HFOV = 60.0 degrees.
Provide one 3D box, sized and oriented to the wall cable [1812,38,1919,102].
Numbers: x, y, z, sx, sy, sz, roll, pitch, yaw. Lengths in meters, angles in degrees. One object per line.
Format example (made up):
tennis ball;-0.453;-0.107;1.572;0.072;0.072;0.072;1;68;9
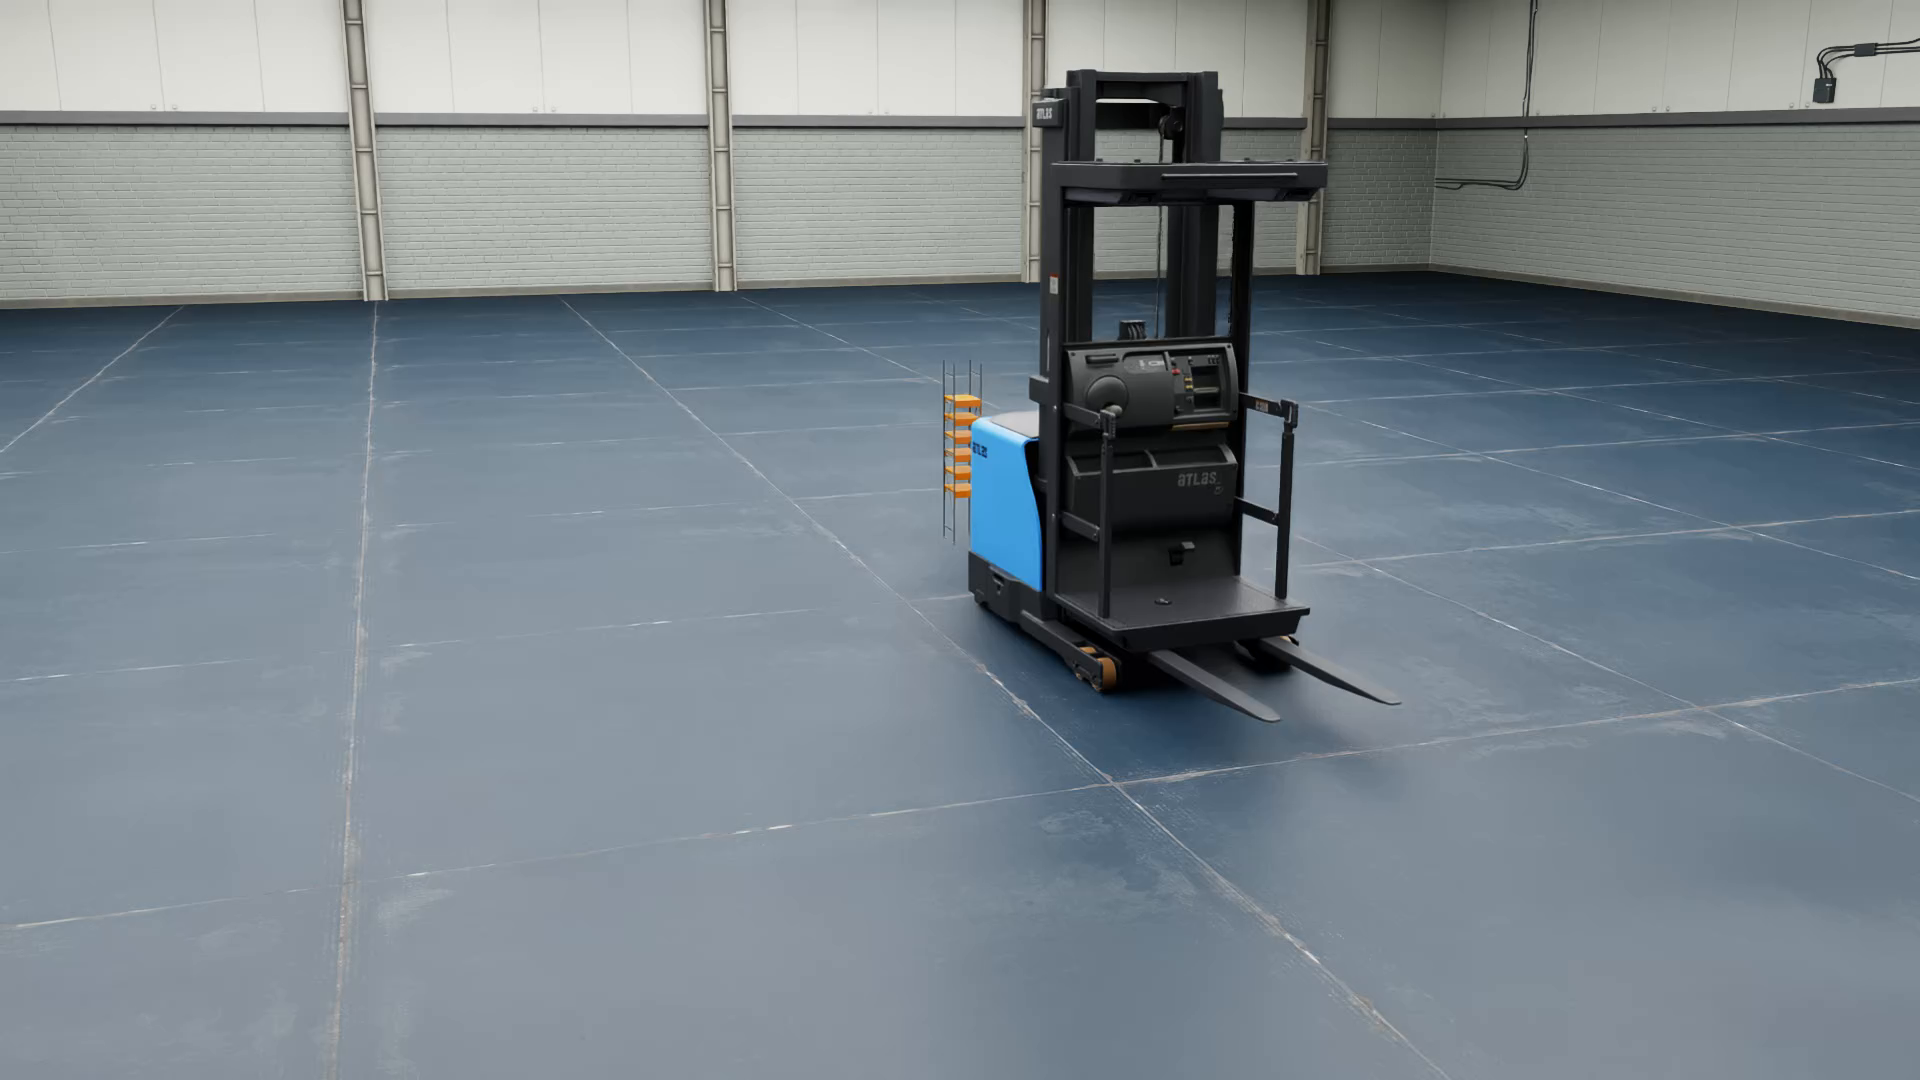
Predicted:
wall cable;13.324;-9.305;23.467;0.169;6.003;2.305;-4;14;-18

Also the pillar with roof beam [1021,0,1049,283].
pillar with roof beam;2.784;-8.420;27.093;0.400;9.000;9.100;-4;14;-18

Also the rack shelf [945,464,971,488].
rack shelf;0.014;-0.425;11.046;0.180;0.103;0.258;-4;14;-18

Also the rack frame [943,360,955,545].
rack frame;-0.073;-0.578;10.980;0.006;1.200;0.240;-4;14;-18

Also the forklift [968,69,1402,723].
forklift;1.057;-0.802;8.179;1.130;2.935;3.031;-5;14;-21

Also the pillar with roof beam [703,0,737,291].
pillar with roof beam;-2.903;-7.977;25.231;0.400;9.000;9.100;-4;14;-18

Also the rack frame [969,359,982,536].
rack frame;0.100;-0.592;11.037;0.006;1.200;0.240;-4;14;-18

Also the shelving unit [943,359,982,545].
shelving unit;0.014;-0.585;11.008;0.189;1.200;0.258;-4;14;-18

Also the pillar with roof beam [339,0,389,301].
pillar with roof beam;-8.589;-7.534;23.370;0.400;9.000;9.100;-4;14;-18

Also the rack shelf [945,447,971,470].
rack shelf;0.014;-0.542;11.019;0.180;0.103;0.258;-4;14;-18

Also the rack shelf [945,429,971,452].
rack shelf;0.014;-0.658;10.991;0.180;0.103;0.258;-4;14;-18

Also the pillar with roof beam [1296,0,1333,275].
pillar with roof beam;8.471;-8.862;28.955;0.400;9.000;9.100;-4;14;-18

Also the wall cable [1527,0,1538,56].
wall cable;11.174;-10.087;29.900;0.112;2.526;3.097;-4;14;-18

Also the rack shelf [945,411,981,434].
rack shelf;0.014;-0.775;10.963;0.180;0.103;0.258;-4;14;-18

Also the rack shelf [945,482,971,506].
rack shelf;0.014;-0.308;11.074;0.180;0.103;0.258;-4;14;-18

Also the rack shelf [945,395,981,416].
rack shelf;0.014;-0.892;10.935;0.180;0.103;0.258;-4;14;-18

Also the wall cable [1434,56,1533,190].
wall cable;10.312;-8.223;32.978;0.112;2.526;3.097;-4;14;-18
